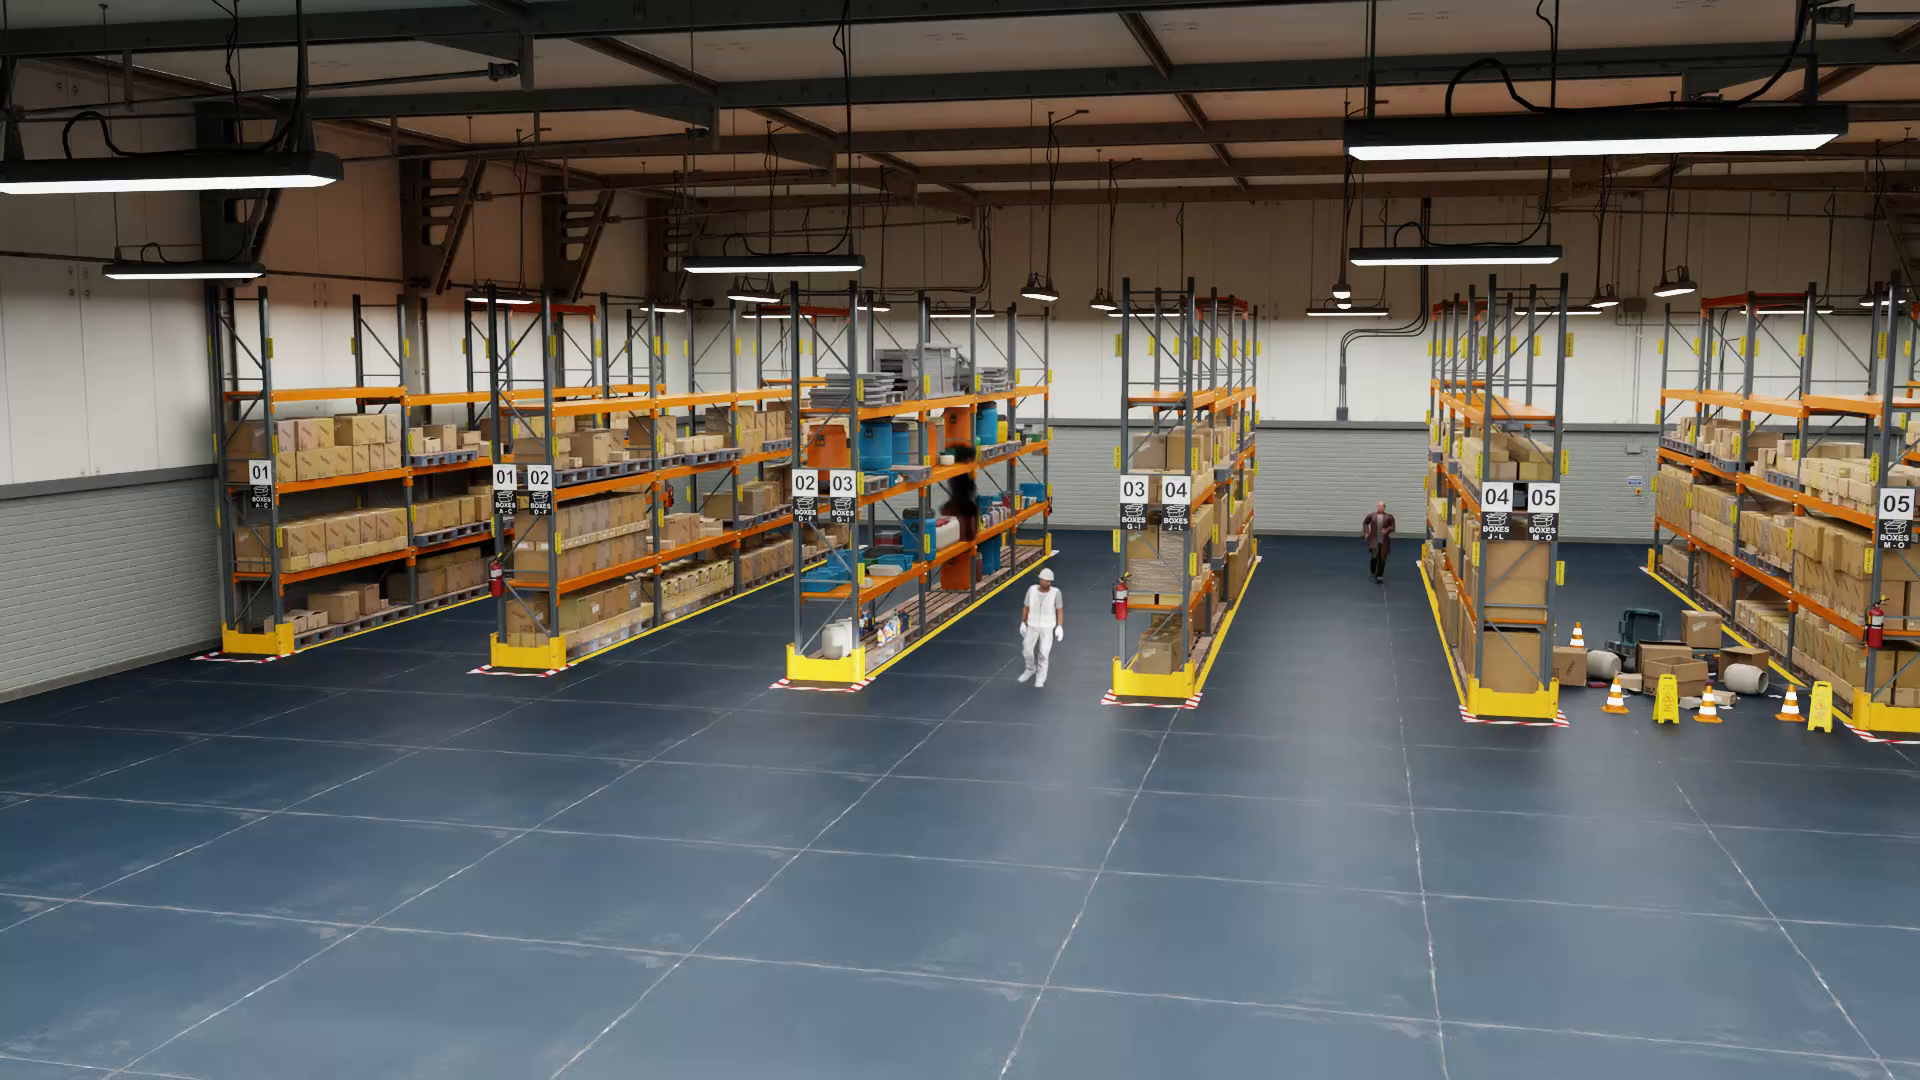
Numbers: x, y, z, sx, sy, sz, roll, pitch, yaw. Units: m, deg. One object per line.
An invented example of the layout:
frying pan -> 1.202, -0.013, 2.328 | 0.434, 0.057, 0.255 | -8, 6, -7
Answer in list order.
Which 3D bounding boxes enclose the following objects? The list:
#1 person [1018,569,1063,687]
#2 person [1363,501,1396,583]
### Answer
person -> 1.187, 1.284, 24.570 | 0.681, 1.763, 0.477 | 1, 7, 9
person -> 8.953, 0.047, 35.492 | 0.667, 1.753, 0.717 | 1, 7, 9
